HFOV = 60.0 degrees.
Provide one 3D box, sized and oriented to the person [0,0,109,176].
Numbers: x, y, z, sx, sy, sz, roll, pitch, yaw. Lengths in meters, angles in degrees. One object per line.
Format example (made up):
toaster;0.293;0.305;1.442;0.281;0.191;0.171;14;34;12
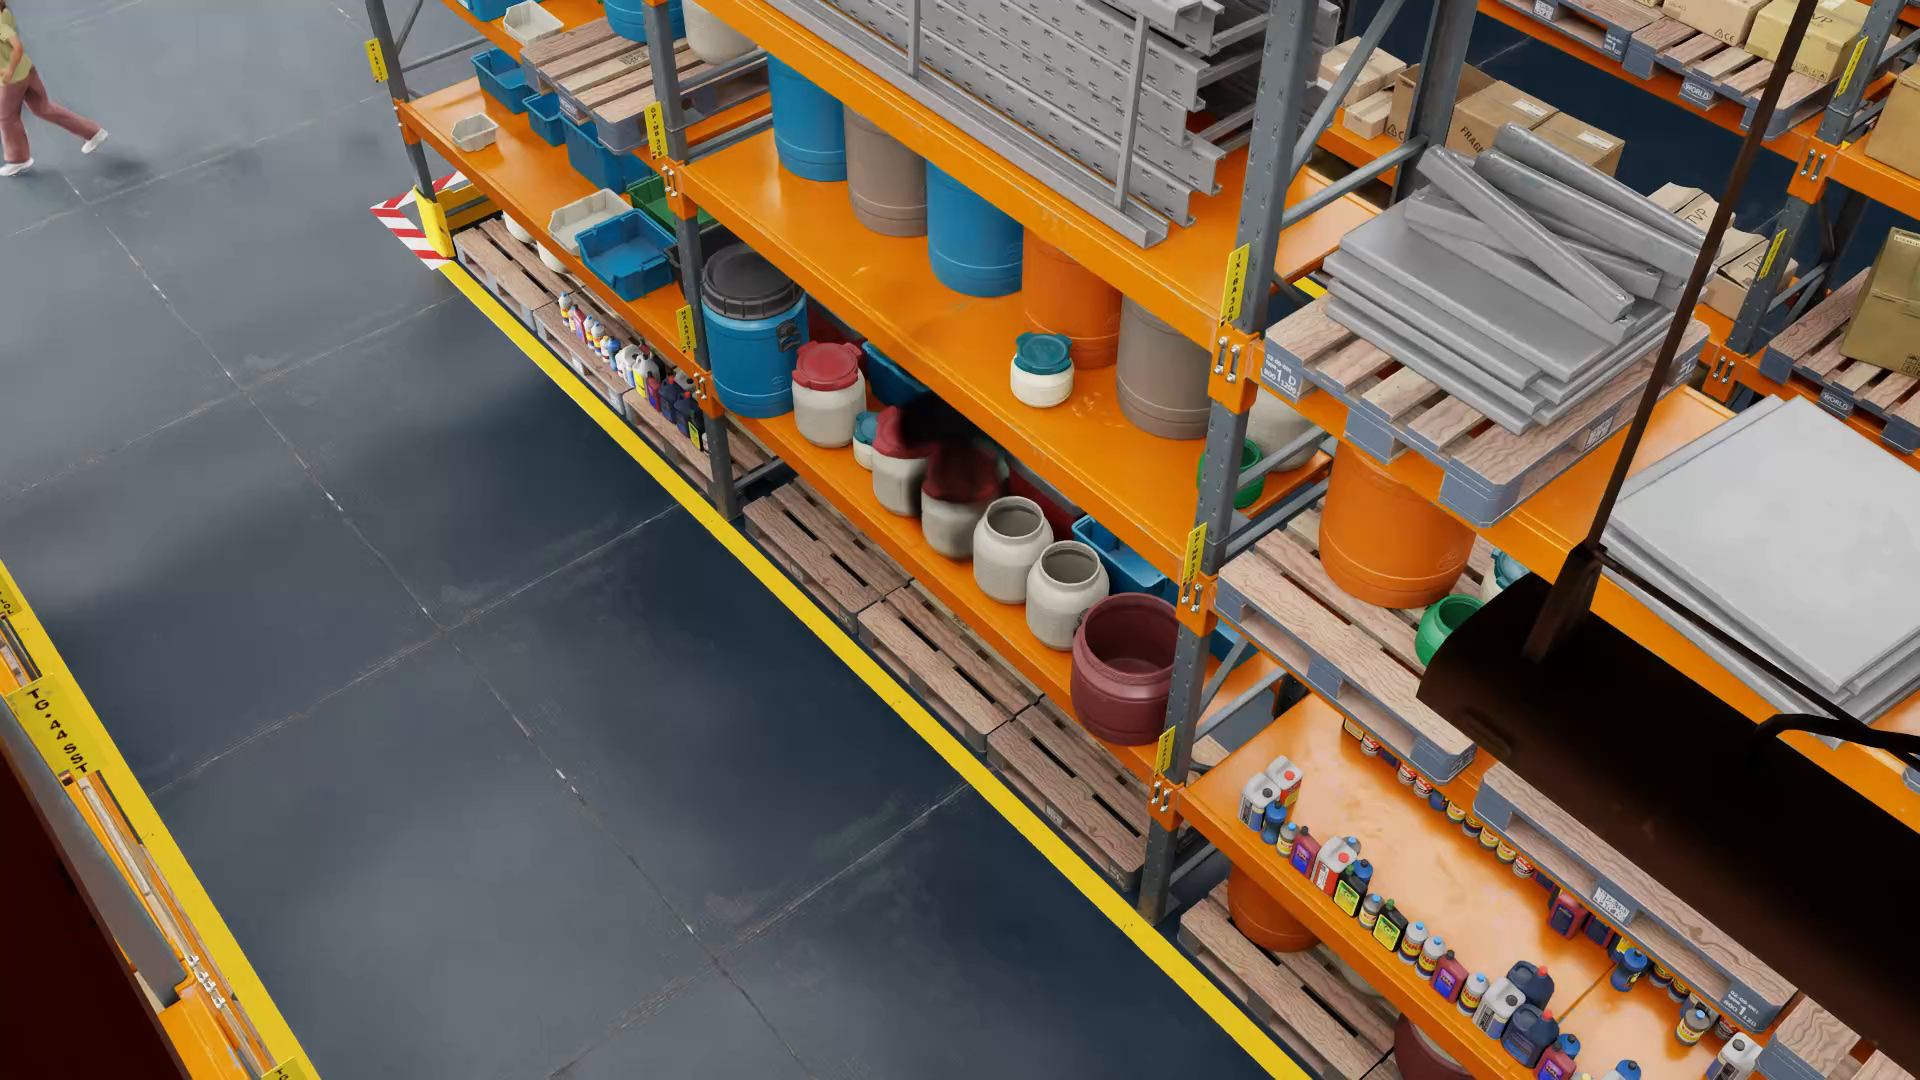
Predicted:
person;-7.555;-3.715;13.351;0.954;1.684;0.587;-6;47;-6
